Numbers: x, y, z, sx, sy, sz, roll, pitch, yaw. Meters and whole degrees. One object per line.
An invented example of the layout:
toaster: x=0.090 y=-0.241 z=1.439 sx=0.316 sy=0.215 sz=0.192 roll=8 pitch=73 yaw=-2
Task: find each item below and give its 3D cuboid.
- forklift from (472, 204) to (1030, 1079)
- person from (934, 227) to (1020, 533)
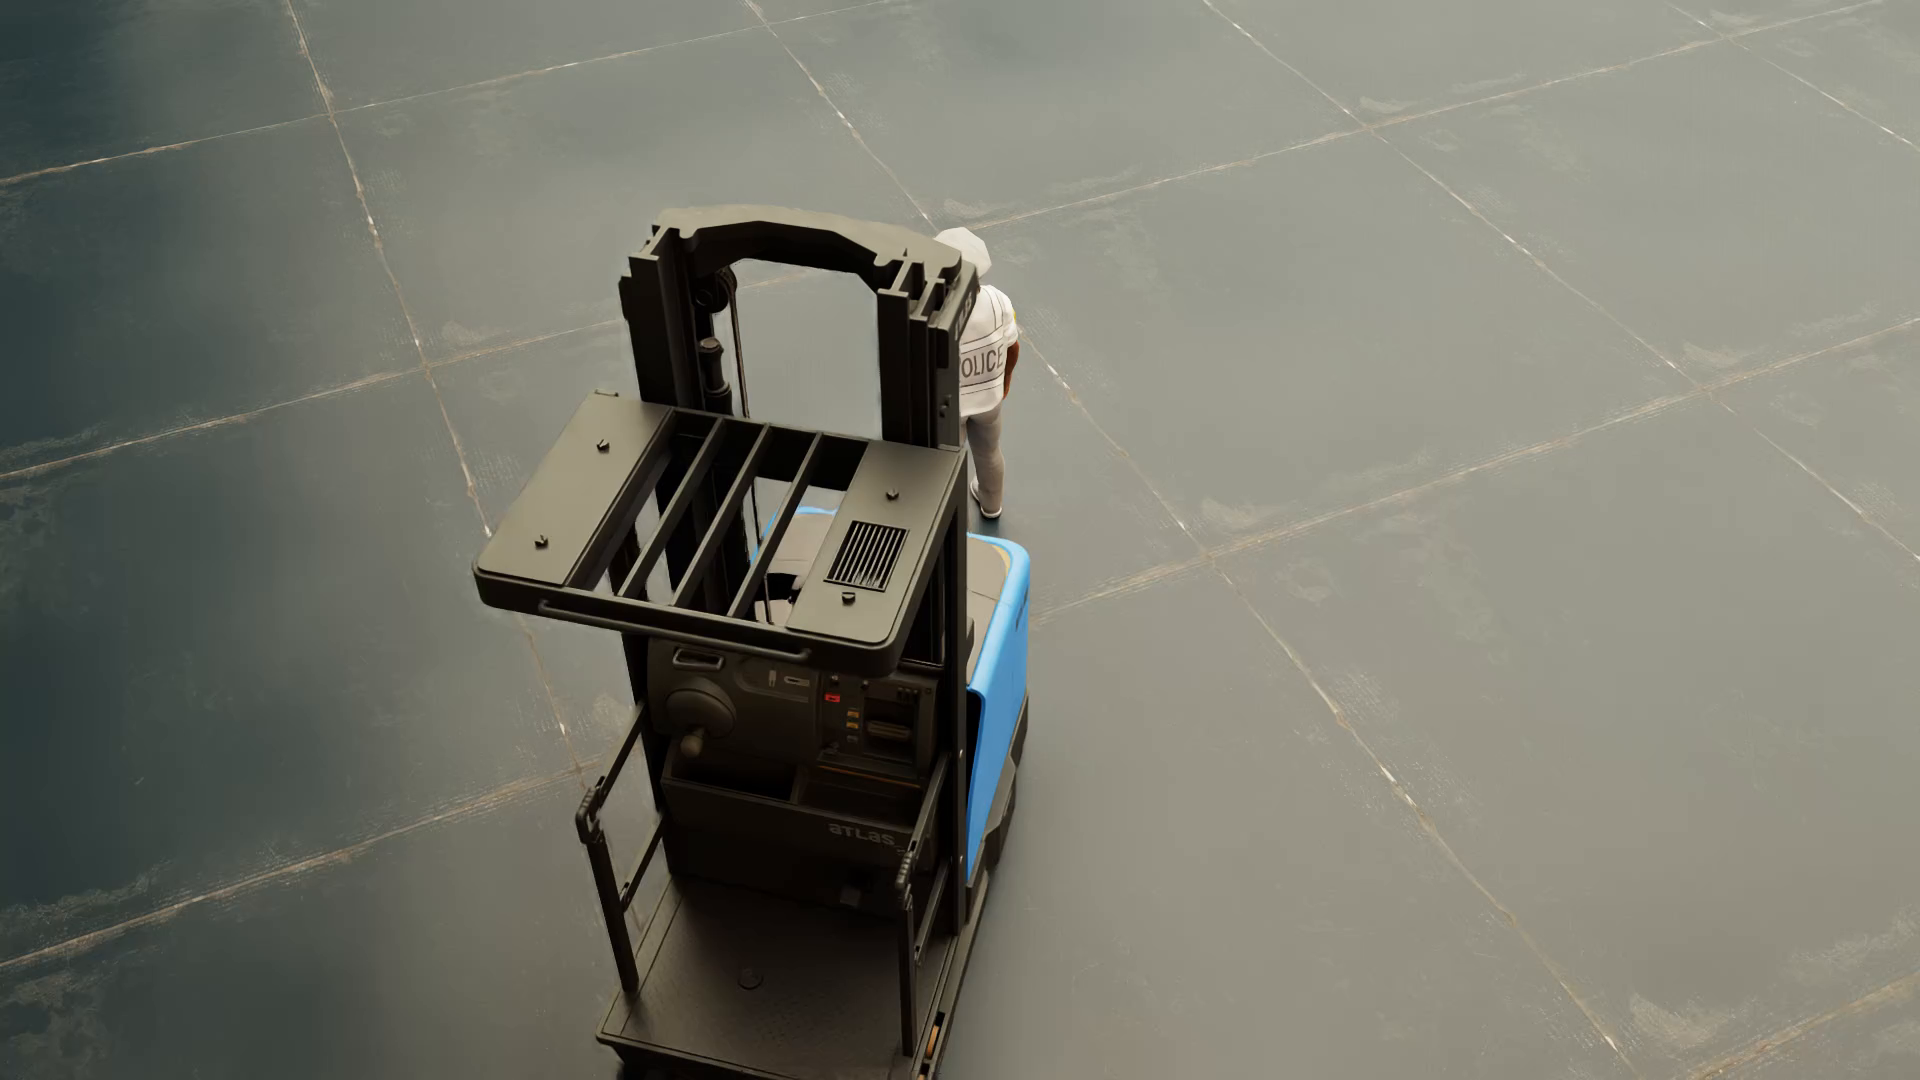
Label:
forklift: x=-0.579 y=0.618 z=5.018 sx=1.130 sy=2.935 sz=3.031 roll=10 pitch=44 yaw=10
person: x=-0.014 y=-0.677 z=7.301 sx=0.570 sy=1.695 sz=0.530 roll=-18 pitch=46 yaw=-18
